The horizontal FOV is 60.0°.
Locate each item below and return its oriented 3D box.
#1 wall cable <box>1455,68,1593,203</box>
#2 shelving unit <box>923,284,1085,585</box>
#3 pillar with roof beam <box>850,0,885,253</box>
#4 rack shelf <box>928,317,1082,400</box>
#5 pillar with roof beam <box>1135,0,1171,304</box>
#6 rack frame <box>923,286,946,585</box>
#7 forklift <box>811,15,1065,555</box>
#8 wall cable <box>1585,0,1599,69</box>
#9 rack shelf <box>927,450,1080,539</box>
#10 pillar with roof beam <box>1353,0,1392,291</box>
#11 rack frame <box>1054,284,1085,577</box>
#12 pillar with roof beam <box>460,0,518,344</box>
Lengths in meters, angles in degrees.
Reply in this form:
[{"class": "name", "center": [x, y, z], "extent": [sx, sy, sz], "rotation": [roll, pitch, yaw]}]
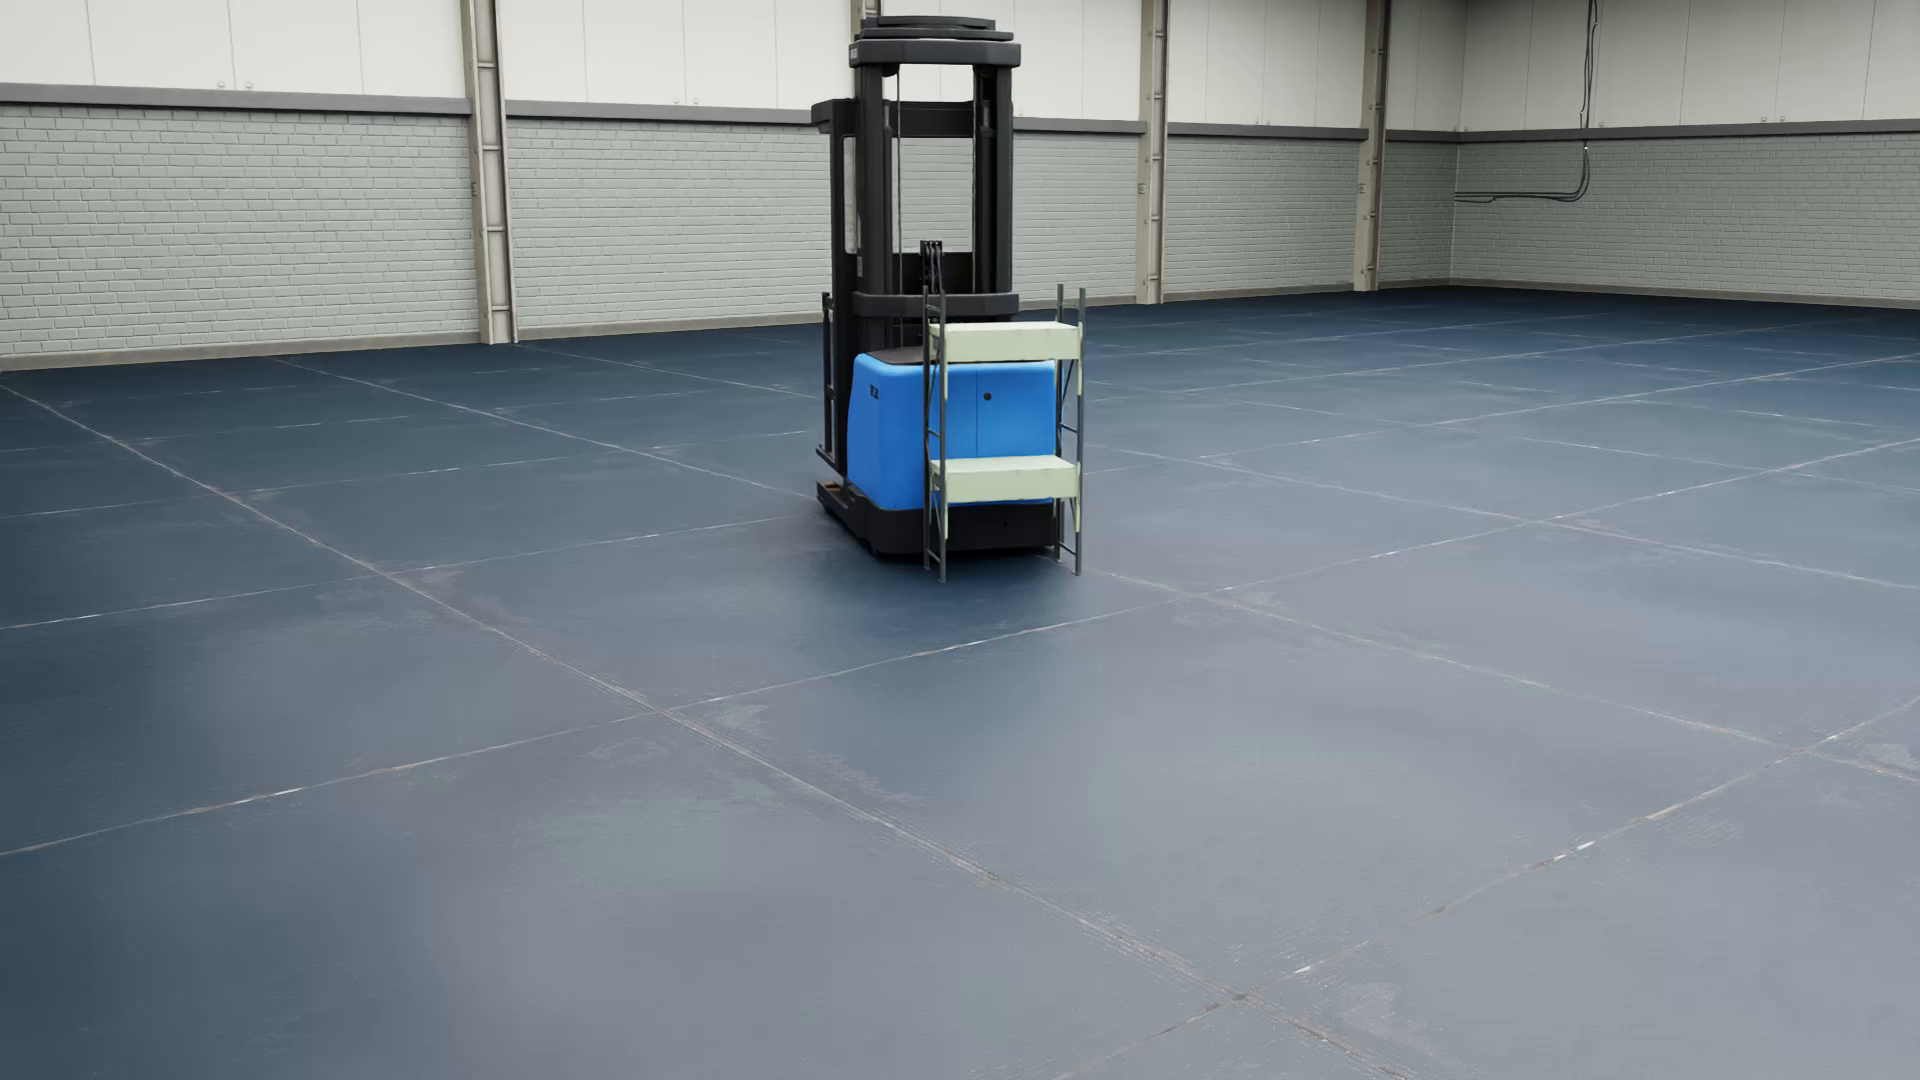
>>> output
[{"class": "wall cable", "center": [11.128, -7.981, 33.024], "extent": [0.112, 2.526, 3.097], "rotation": [-9, 15, -38]}, {"class": "shelving unit", "center": [0.221, -0.564, 8.673], "extent": [0.755, 1.500, 0.431], "rotation": [-3, 12, -14]}, {"class": "pillar with roof beam", "center": [1.321, -7.077, 21.290], "extent": [0.400, 9.000, 9.100], "rotation": [-9, 15, -38]}, {"class": "rack shelf", "center": [0.221, -0.945, 8.591], "extent": [0.720, 0.370, 0.431], "rotation": [-3, 12, -14]}, {"class": "pillar with roof beam", "center": [6.006, -7.855, 24.957], "extent": [0.400, 9.000, 9.100], "rotation": [-9, 15, -38]}, {"class": "rack frame", "center": [-0.133, -0.545, 8.583], "extent": [0.023, 1.500, 0.400], "rotation": [-3, 12, -14]}, {"class": "forklift", "center": [-0.286, -1.614, 10.175], "extent": [1.130, 2.935, 3.031], "rotation": [-3, 12, -14]}, {"class": "wall cable", "center": [12.818, -10.012, 30.433], "extent": [0.112, 2.526, 3.097], "rotation": [-9, 15, -38]}, {"class": "rack shelf", "center": [0.221, -0.245, 8.740], "extent": [0.720, 0.370, 0.431], "rotation": [-3, 12, -14]}, {"class": "pillar with roof beam", "center": [10.691, -8.634, 28.623], "extent": [0.400, 9.000, 9.100], "rotation": [-9, 15, -38]}, {"class": "rack frame", "center": [0.575, -0.583, 8.762], "extent": [0.023, 1.500, 0.400], "rotation": [-3, 12, -14]}, {"class": "pillar with roof beam", "center": [-3.364, -6.298, 17.624], "extent": [0.400, 9.000, 9.100], "rotation": [-9, 15, -38]}]
